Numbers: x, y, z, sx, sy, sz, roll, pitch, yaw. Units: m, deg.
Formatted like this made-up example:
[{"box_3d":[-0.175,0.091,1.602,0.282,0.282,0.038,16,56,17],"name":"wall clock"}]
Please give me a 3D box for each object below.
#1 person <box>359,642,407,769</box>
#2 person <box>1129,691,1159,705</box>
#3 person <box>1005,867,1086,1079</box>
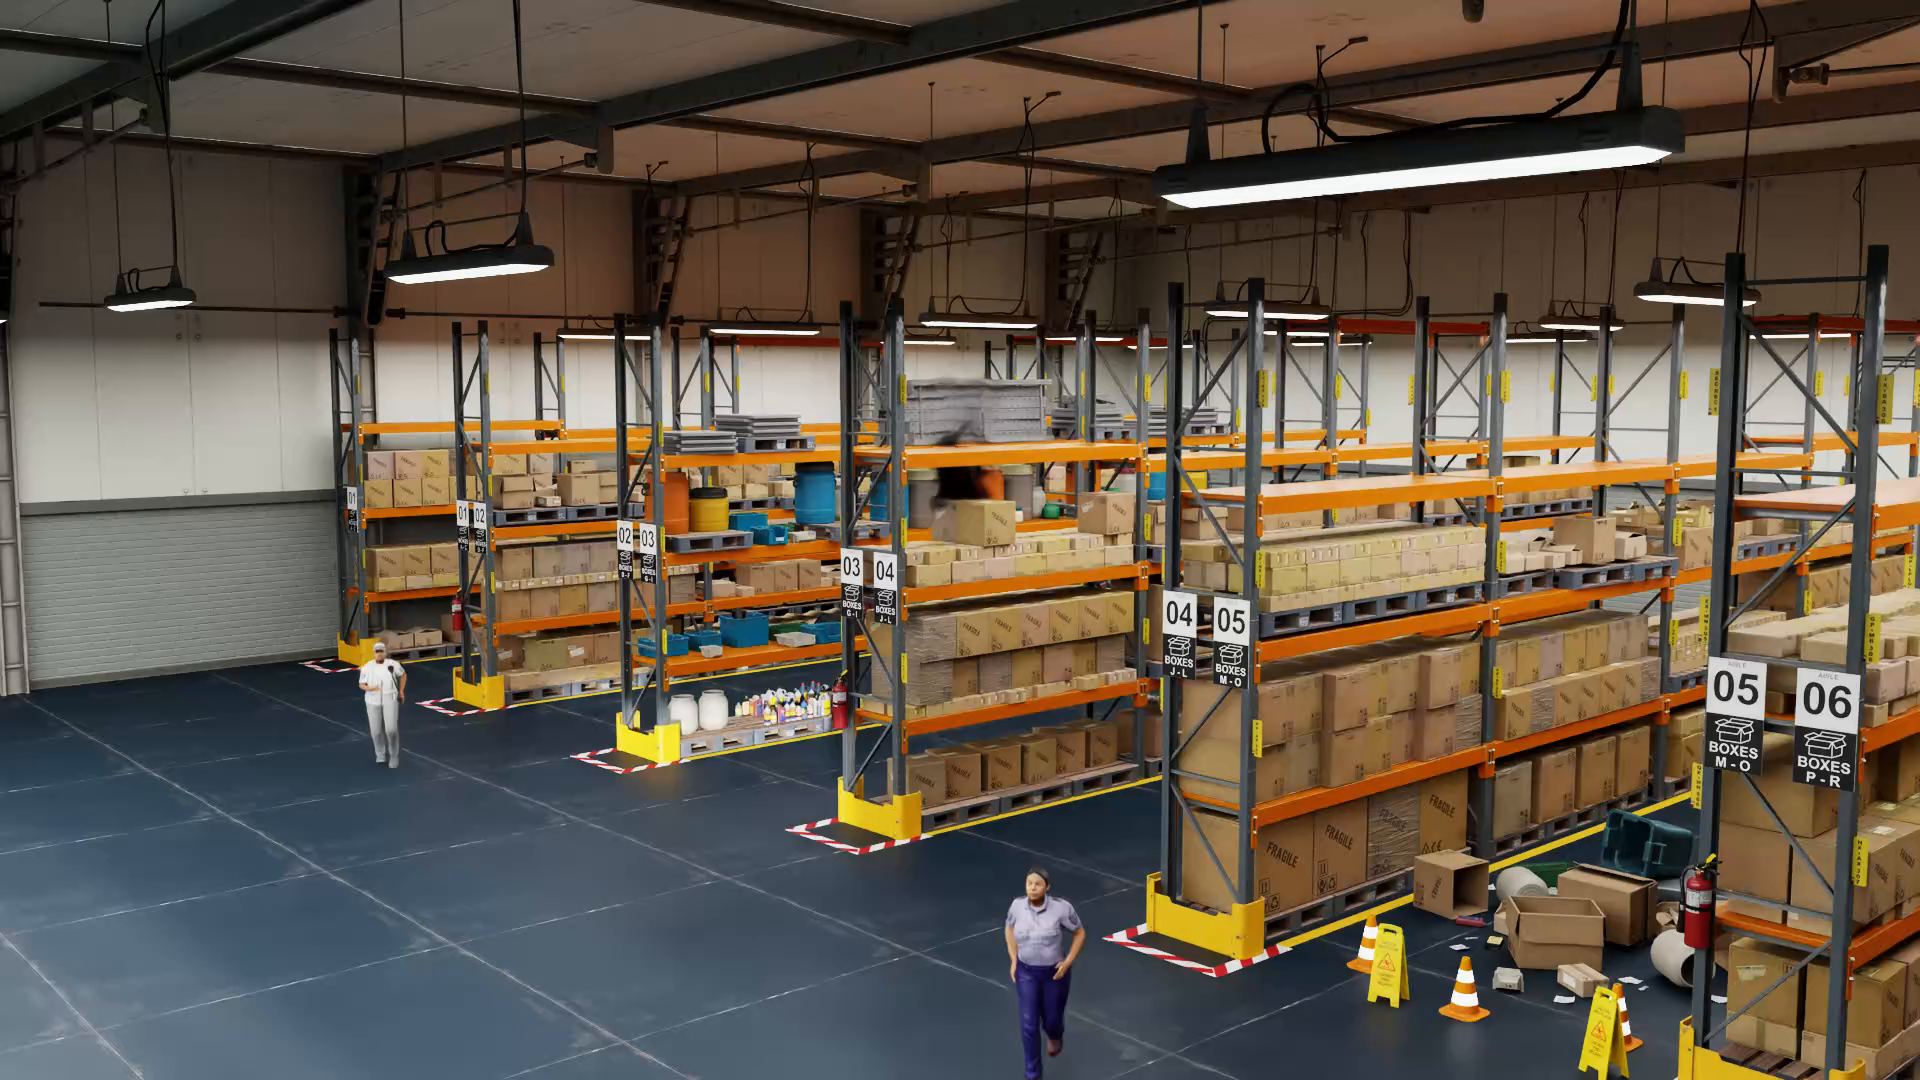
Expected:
[{"box_3d":[-7.607,2.182,21.923,0.578,1.685,0.688,-1,6,-14],"name":"person"},{"box_3d":[2.701,1.912,24.285,0.829,1.771,0.673,-6,8,-44],"name":"person"},{"box_3d":[0.618,3.169,12.137,0.605,1.655,0.727,1,6,13],"name":"person"}]
